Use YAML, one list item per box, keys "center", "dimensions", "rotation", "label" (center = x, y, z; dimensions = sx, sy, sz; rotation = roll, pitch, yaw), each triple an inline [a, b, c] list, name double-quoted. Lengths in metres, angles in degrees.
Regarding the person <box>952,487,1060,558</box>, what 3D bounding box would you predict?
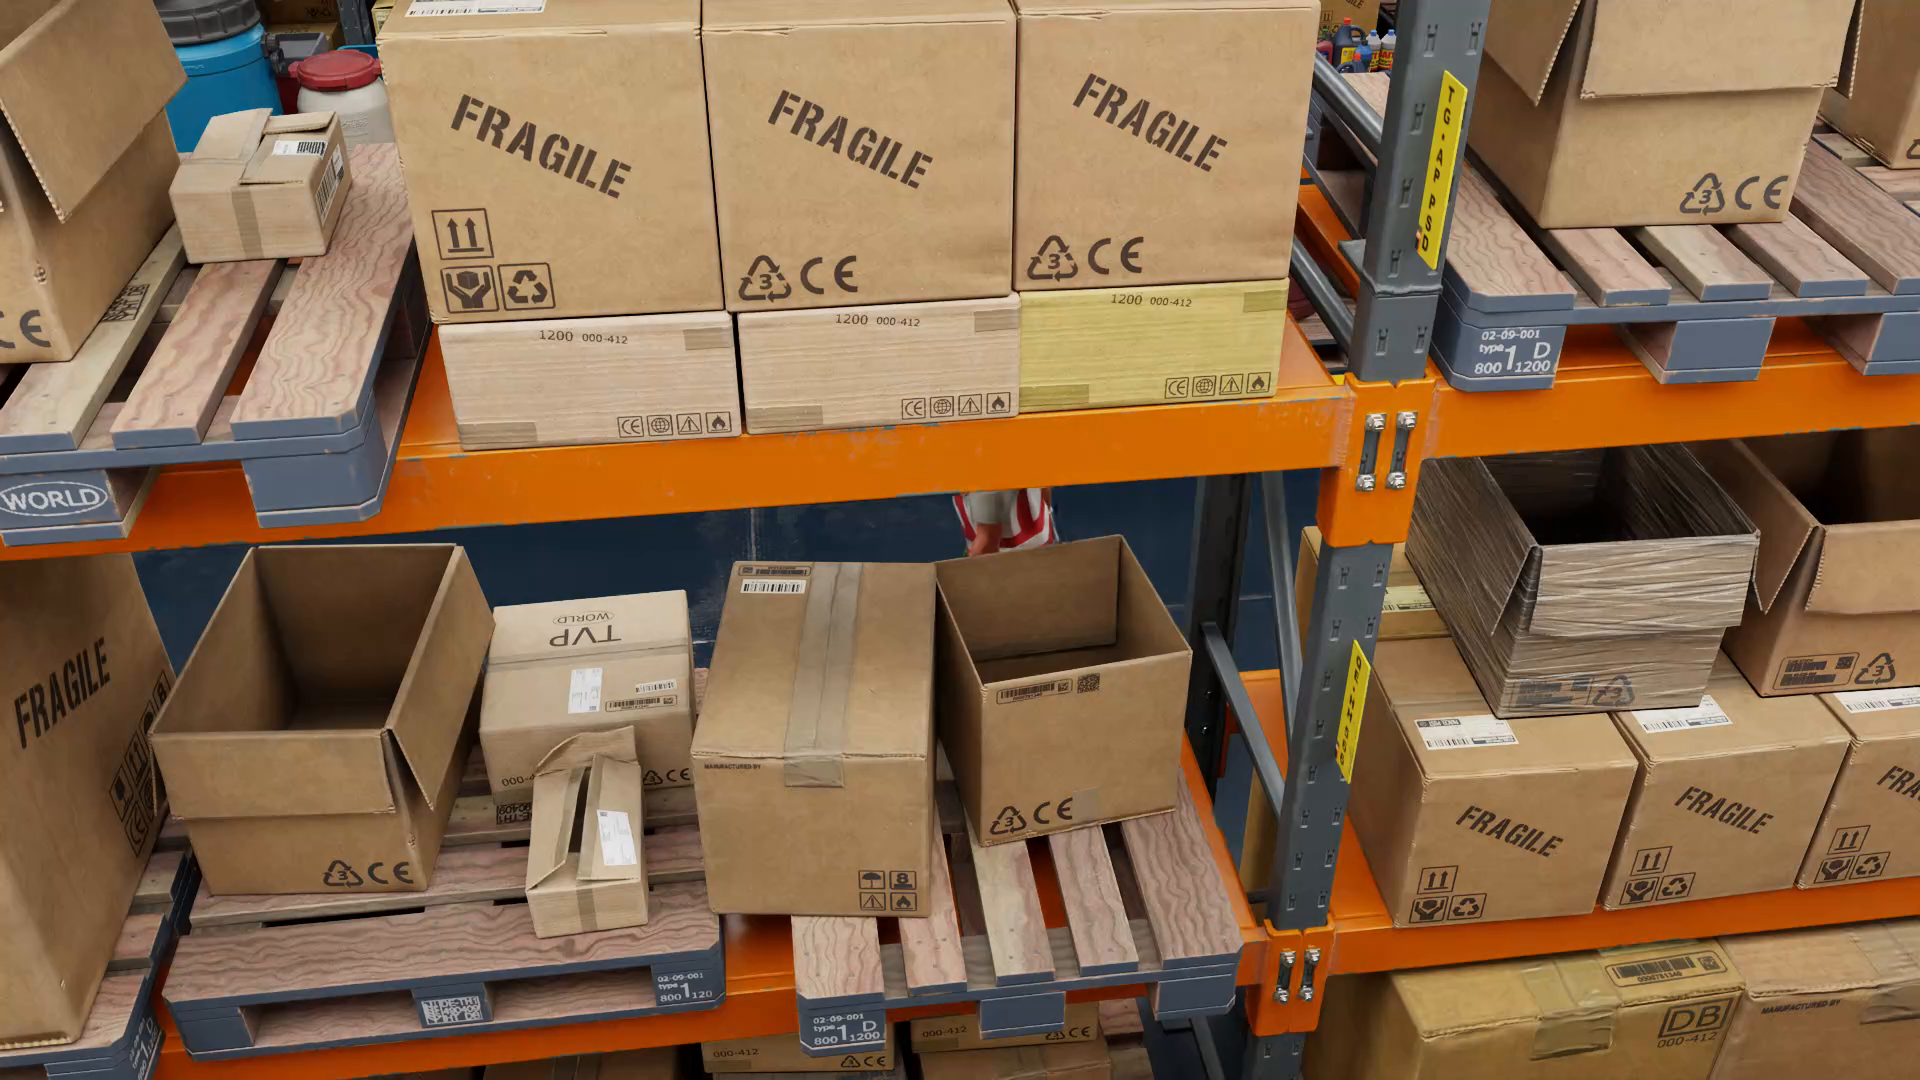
- center: [0.095, 0.043, 6.045]
  dimensions: [1.012, 1.721, 0.577]
  rotation: [2, 35, 2]
  label: "person"
